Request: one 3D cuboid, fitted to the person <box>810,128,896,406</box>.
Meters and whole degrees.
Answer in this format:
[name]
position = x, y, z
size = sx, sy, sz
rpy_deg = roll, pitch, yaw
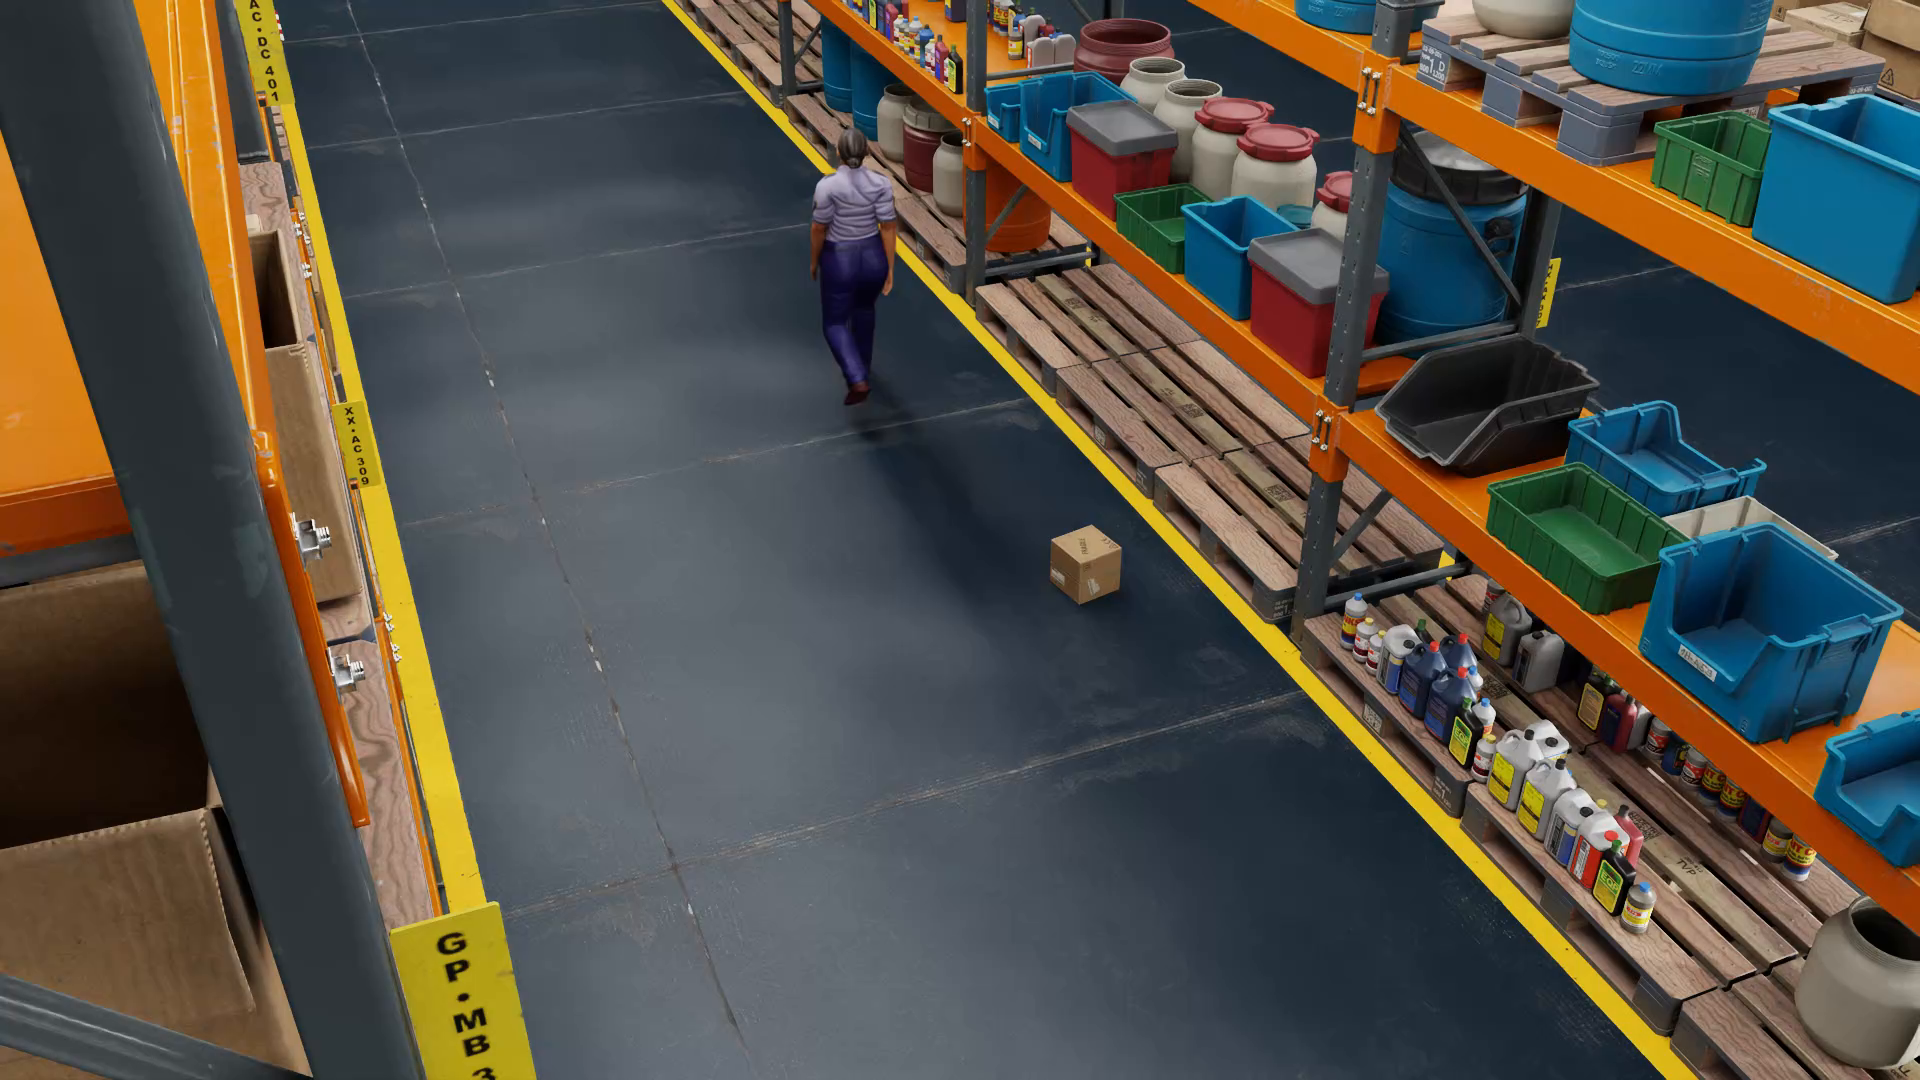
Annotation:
[person]
position = -0.600, -1.568, 9.488
size = 0.469, 1.604, 0.888
rpy_deg = -12, 36, -18
